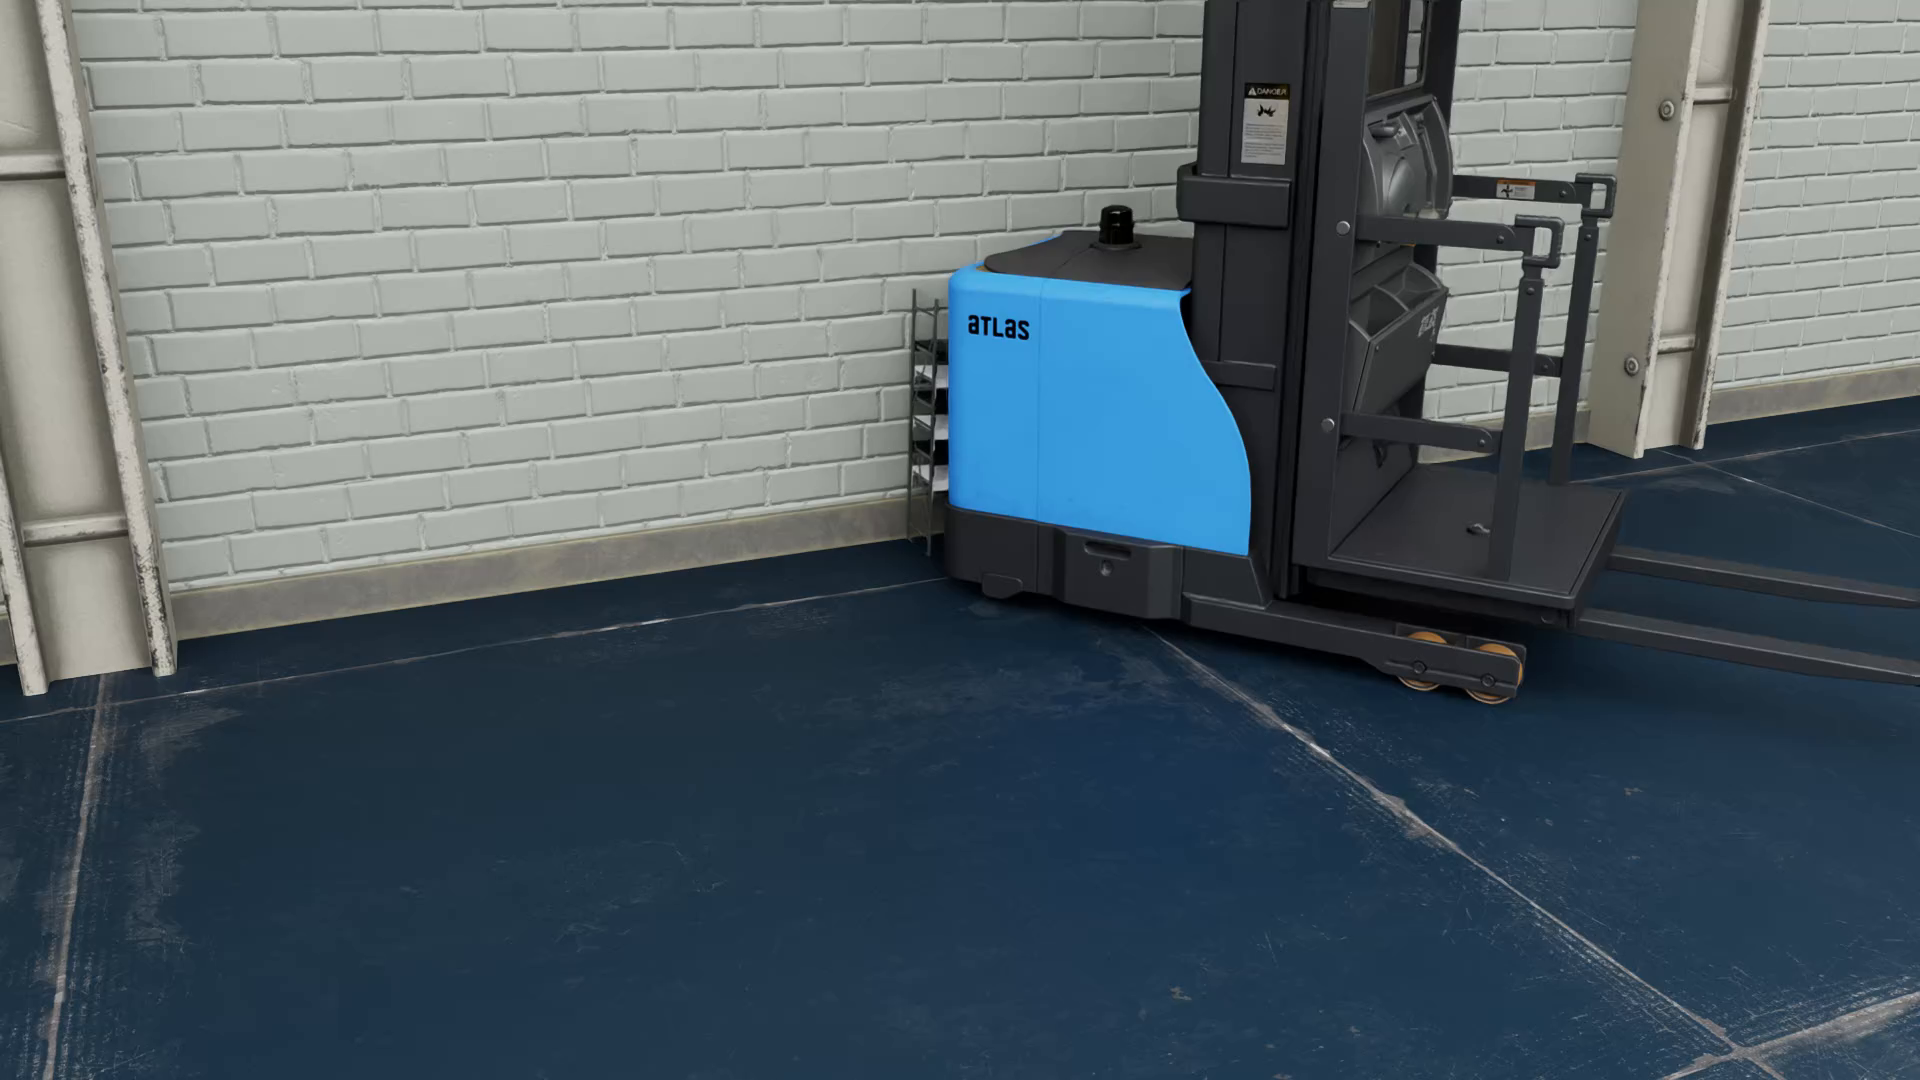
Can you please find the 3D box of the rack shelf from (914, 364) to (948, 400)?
[{"bbox_3d":[-0.033,-0.554,5.769,0.200,0.077,0.258,-4,17,-20],"label":"rack shelf"}]

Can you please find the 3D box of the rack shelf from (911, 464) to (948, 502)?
[{"bbox_3d":[-0.045,-0.208,5.870,0.200,0.077,0.258,-4,17,-20],"label":"rack shelf"}]

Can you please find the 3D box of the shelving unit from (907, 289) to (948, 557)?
[{"bbox_3d":[-0.038,-0.413,5.810,0.210,0.900,0.258,-4,17,-20],"label":"shelving unit"}]

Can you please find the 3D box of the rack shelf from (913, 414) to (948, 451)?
[{"bbox_3d":[-0.039,-0.381,5.819,0.200,0.077,0.258,-4,17,-20],"label":"rack shelf"}]

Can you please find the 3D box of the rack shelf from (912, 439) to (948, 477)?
[{"bbox_3d":[-0.042,-0.295,5.845,0.200,0.077,0.258,-4,17,-20],"label":"rack shelf"}]

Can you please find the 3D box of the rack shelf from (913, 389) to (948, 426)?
[{"bbox_3d":[-0.036,-0.467,5.794,0.200,0.077,0.258,-4,17,-20],"label":"rack shelf"}]

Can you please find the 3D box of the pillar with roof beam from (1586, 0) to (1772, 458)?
[{"bbox_3d":[4.660,-3.347,1.980,0.400,9.000,9.100,-8,21,-22],"label":"pillar with roof beam"}]

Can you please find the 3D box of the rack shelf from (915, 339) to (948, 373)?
[{"bbox_3d":[-0.030,-0.640,5.744,0.200,0.077,0.258,-4,17,-20],"label":"rack shelf"}]

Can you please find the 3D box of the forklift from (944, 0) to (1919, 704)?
[{"bbox_3d":[1.493,-1.120,4.789,3.031,2.935,1.130,10,22,26],"label":"forklift"}]

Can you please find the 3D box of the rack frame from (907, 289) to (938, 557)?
[{"bbox_3d":[-0.133,-0.406,5.774,0.006,0.900,0.240,-4,17,-20],"label":"rack frame"}]
